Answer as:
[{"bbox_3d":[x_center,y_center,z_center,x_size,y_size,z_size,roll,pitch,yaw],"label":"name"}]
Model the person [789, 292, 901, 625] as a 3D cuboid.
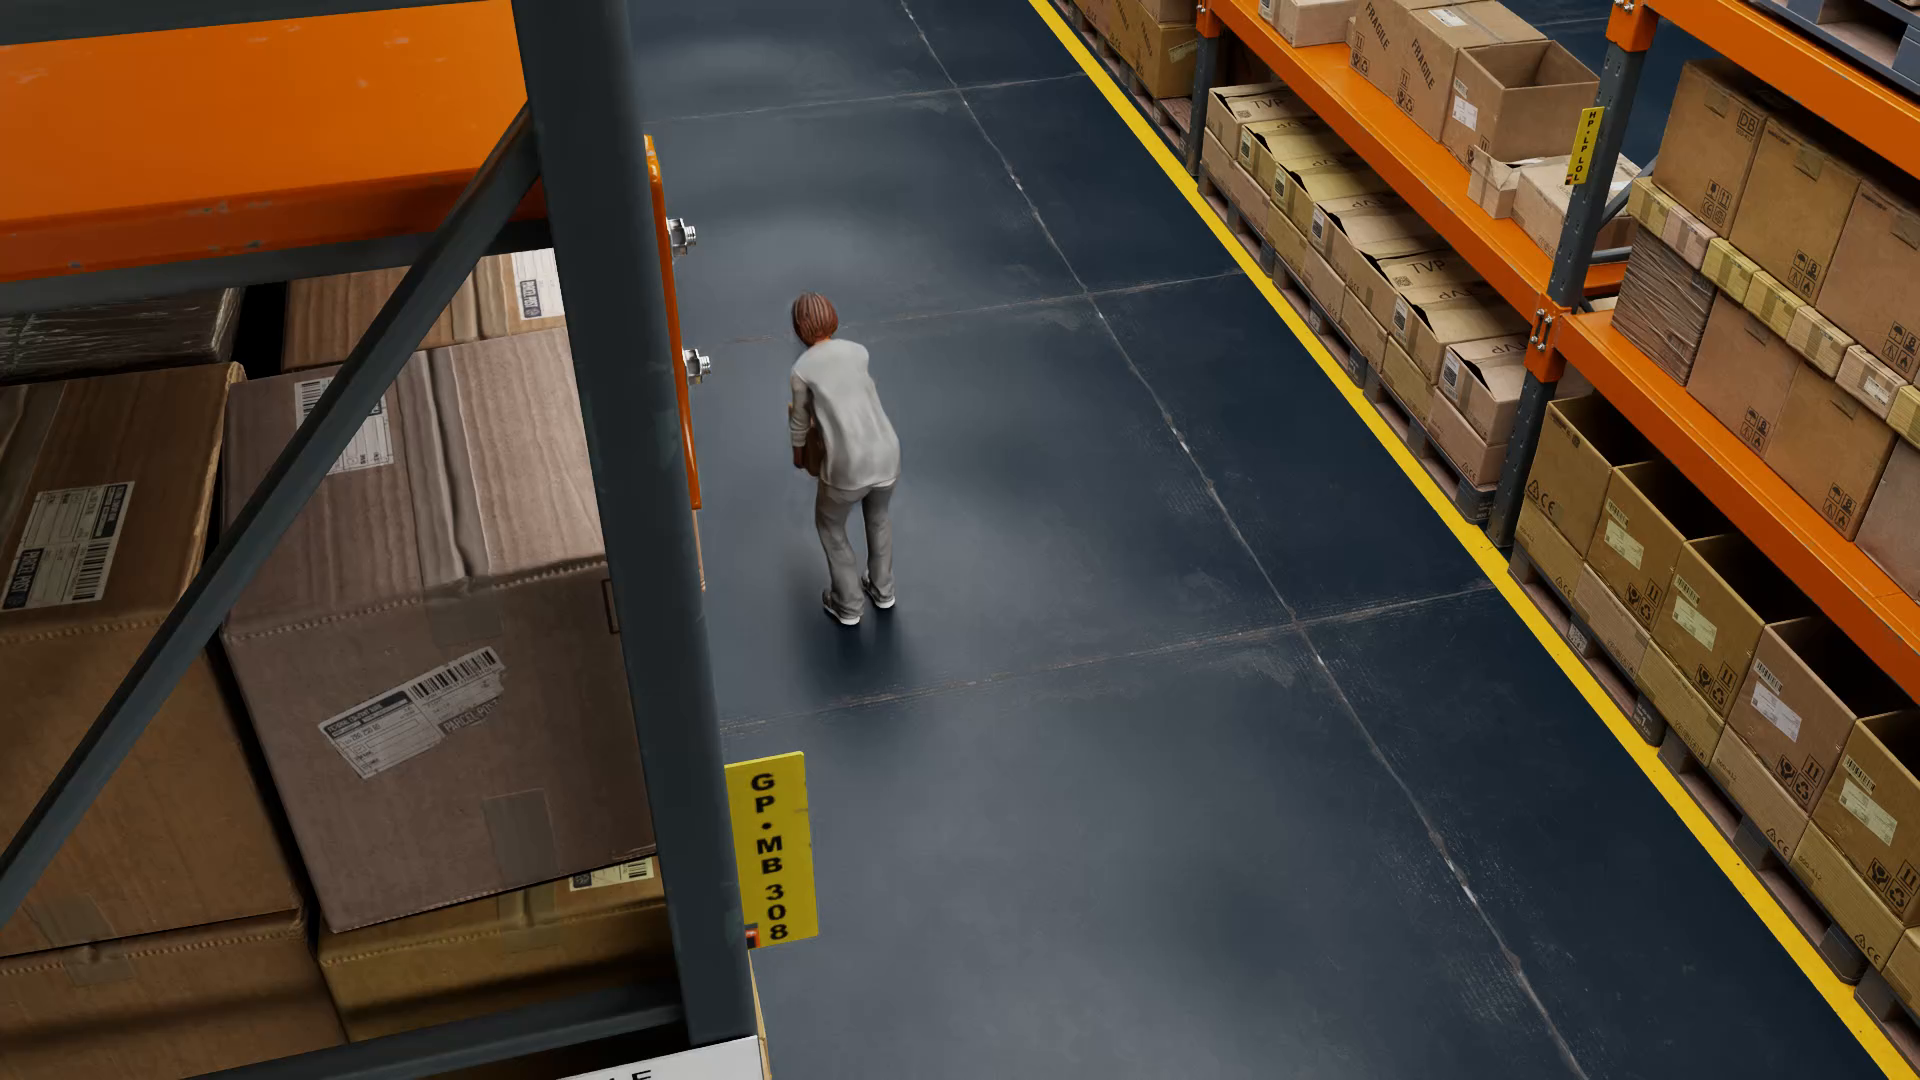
[{"bbox_3d":[-0.501,-0.328,7.197,0.376,1.444,0.645,-19,43,-22],"label":"person"}]
